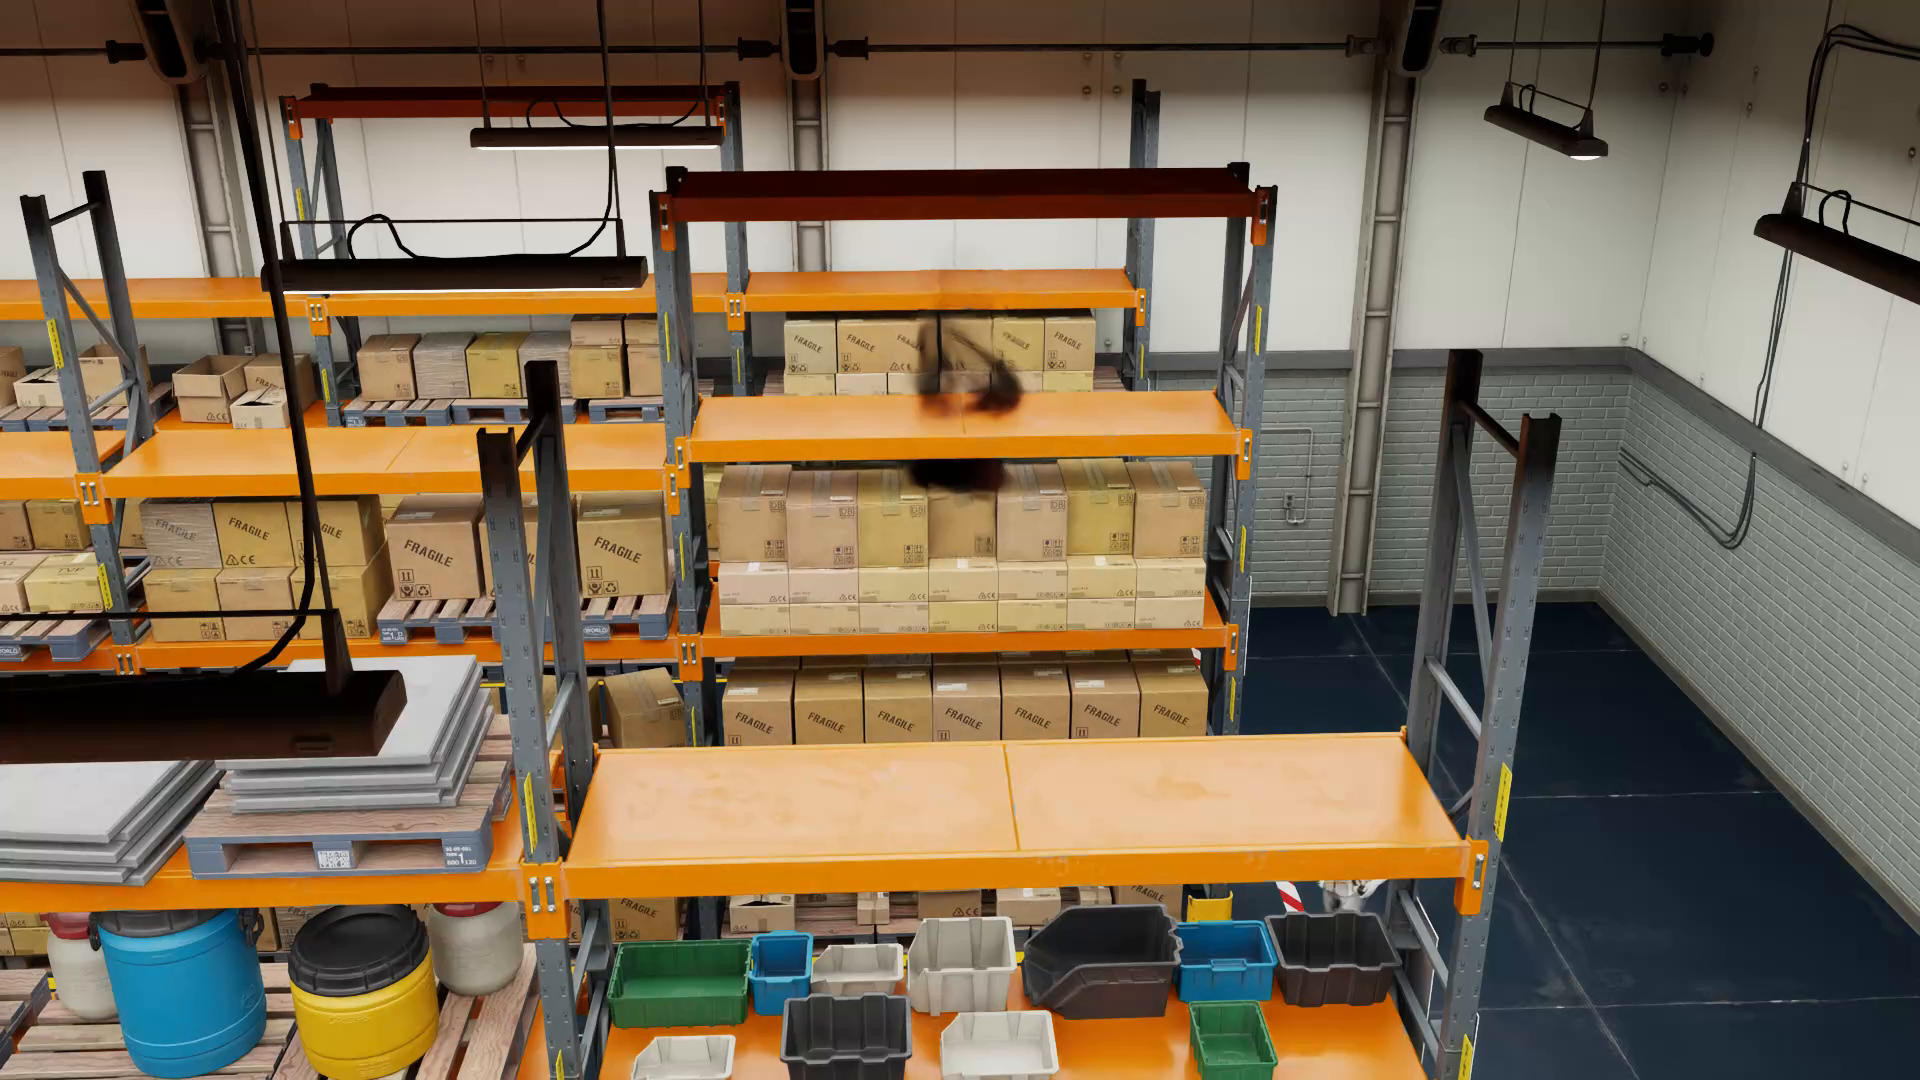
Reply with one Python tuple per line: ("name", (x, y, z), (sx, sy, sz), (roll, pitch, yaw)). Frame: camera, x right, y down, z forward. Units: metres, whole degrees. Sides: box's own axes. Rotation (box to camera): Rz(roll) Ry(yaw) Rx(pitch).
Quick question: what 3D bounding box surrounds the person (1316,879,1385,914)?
("person", (2.846, 2.638, 12.432), (0.870, 1.712, 0.615), (-18, 29, -38))
